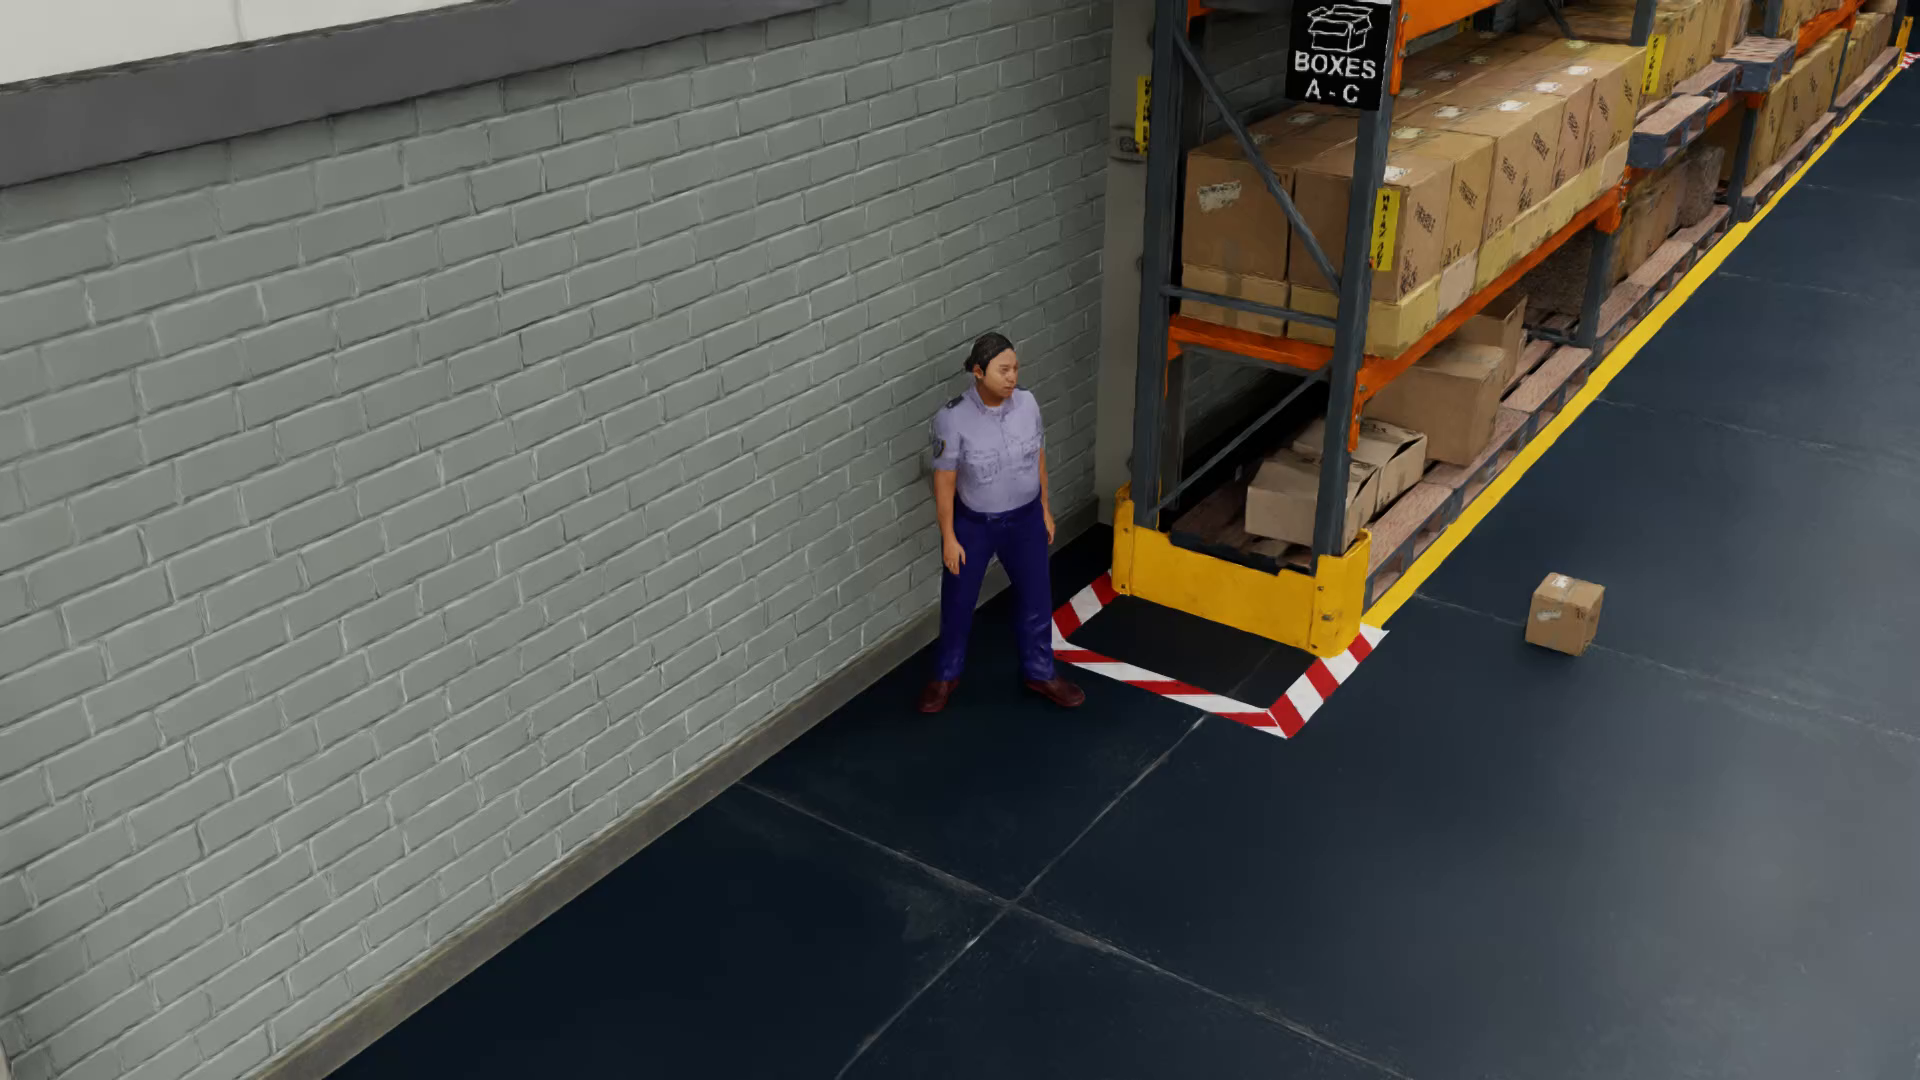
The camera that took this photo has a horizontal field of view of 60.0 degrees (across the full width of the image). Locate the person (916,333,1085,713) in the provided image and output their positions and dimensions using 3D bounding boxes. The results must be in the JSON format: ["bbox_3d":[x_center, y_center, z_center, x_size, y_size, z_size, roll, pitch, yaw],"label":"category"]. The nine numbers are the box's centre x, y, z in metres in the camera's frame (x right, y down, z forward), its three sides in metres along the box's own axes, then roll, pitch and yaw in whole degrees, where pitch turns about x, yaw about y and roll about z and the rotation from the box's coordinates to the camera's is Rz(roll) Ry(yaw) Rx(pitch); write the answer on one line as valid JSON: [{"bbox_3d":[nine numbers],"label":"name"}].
[{"bbox_3d":[0.148,-0.054,6.709,0.672,1.635,0.454,-12,29,-22],"label":"person"}]
